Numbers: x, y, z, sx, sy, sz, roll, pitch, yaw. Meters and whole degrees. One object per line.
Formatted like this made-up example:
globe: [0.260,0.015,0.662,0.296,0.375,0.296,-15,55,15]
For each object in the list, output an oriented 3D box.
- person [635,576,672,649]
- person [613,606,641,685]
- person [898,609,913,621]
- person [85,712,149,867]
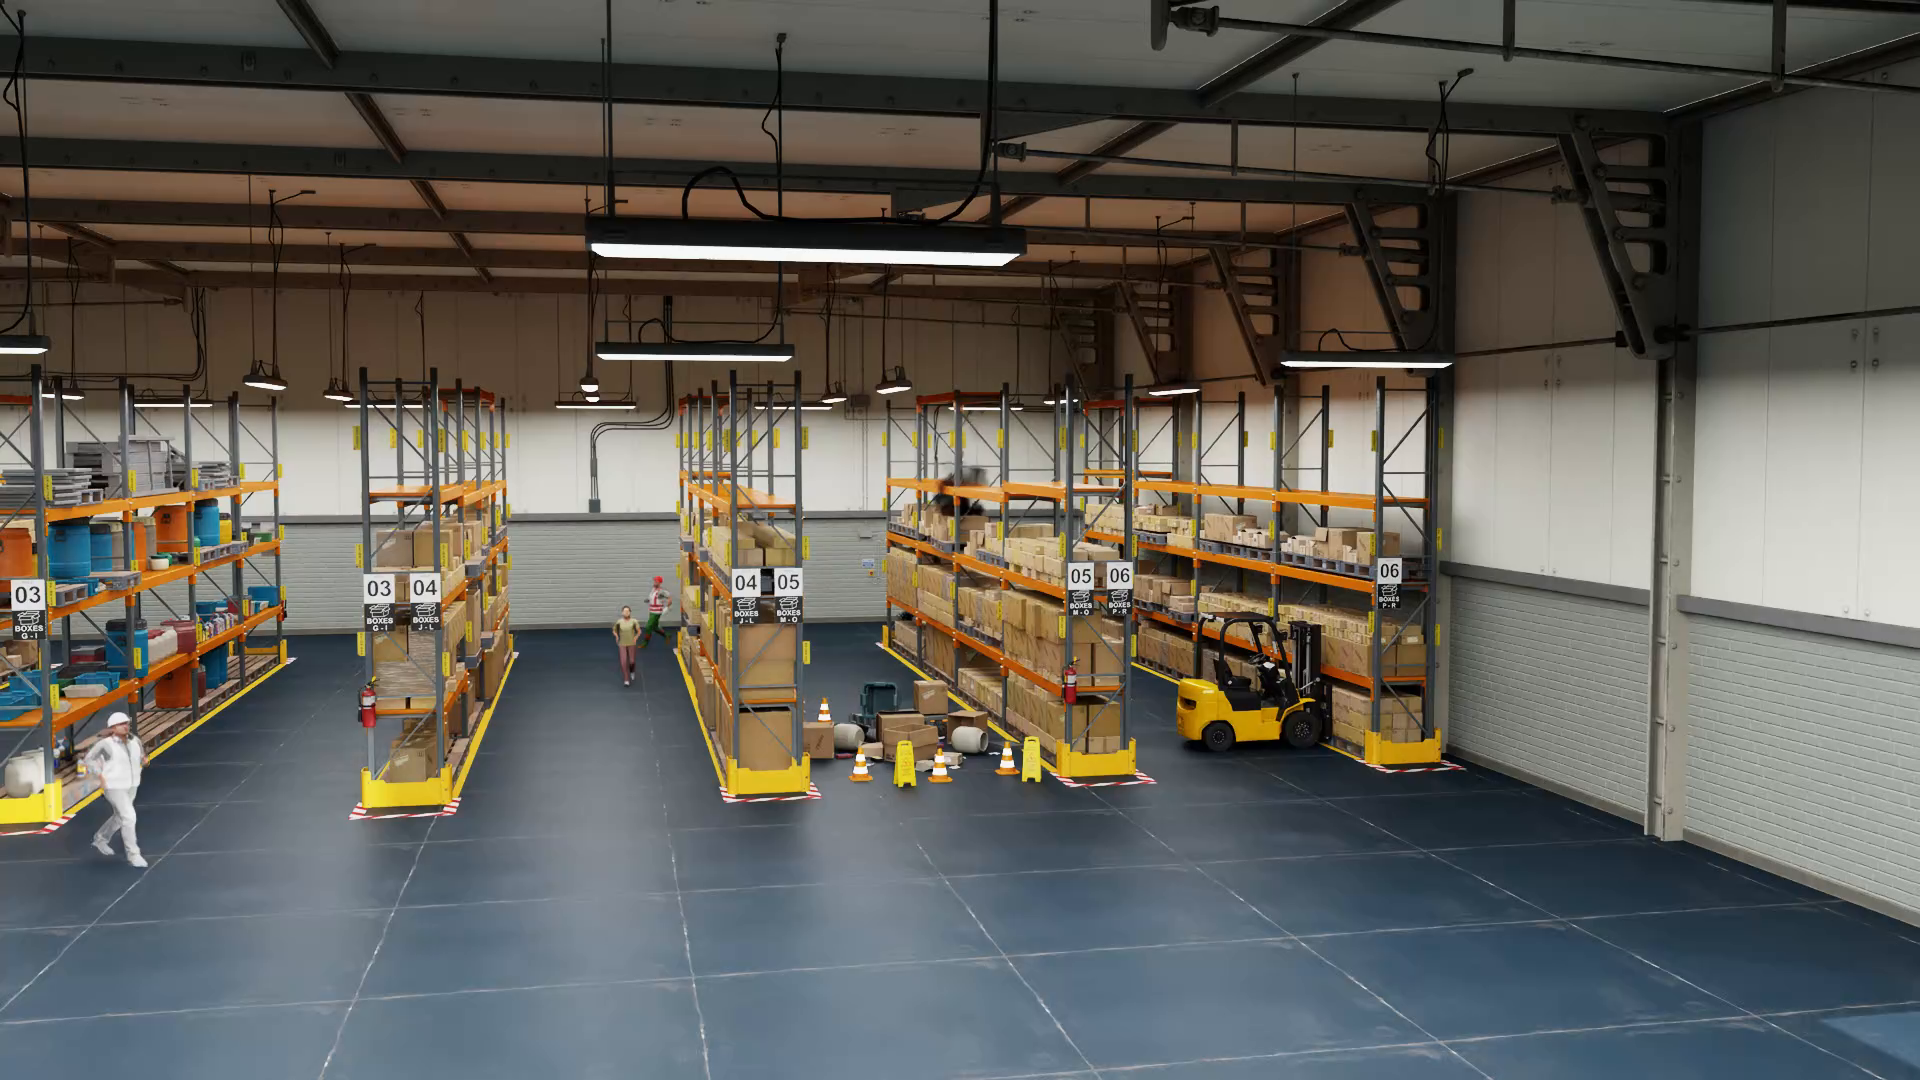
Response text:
person: [-7.311,1.732,39.815,1.002,1.749,0.708,-2,4,-33]
person: [-6.833,2.159,34.100,0.578,1.619,0.567,0,3,-8]
person: [-1.328,1.743,41.887,0.503,1.548,0.601,2,4,29]
person: [-9.961,2.939,19.758,0.861,1.813,0.638,1,4,20]
